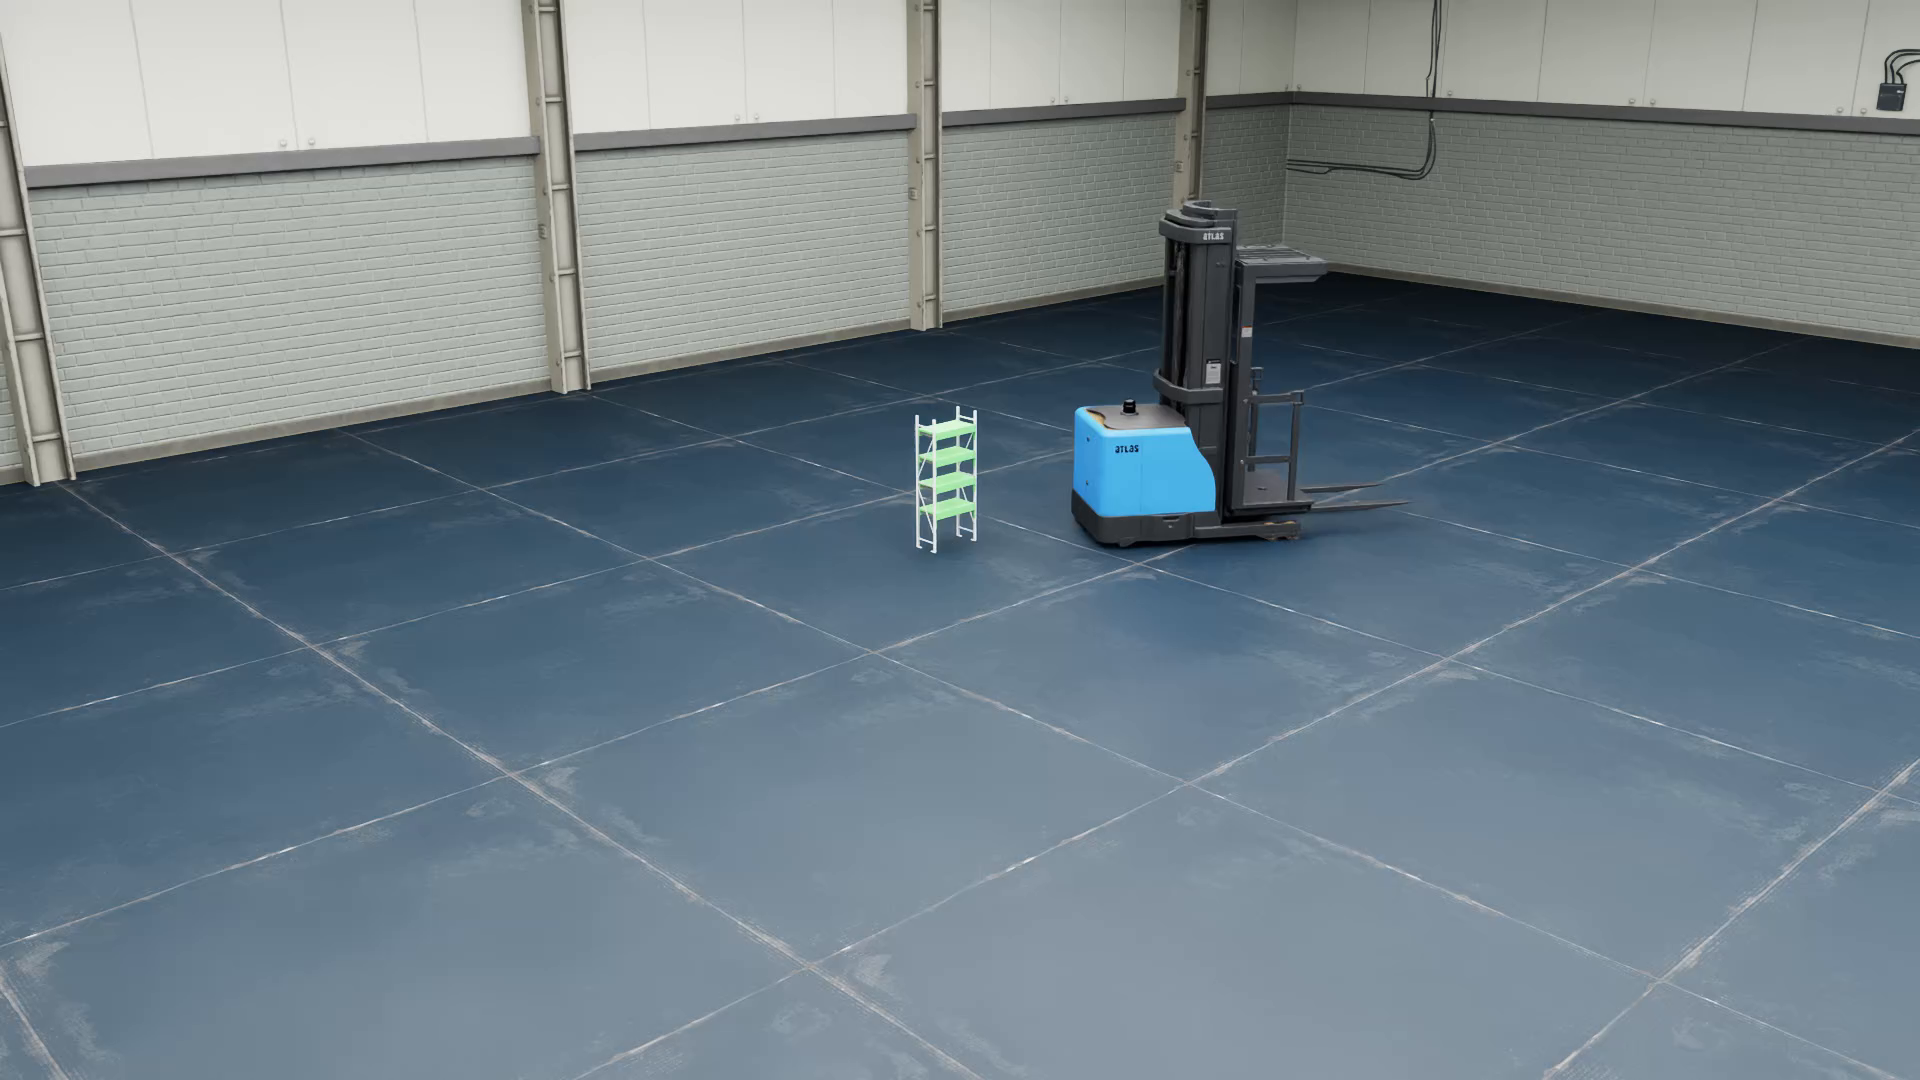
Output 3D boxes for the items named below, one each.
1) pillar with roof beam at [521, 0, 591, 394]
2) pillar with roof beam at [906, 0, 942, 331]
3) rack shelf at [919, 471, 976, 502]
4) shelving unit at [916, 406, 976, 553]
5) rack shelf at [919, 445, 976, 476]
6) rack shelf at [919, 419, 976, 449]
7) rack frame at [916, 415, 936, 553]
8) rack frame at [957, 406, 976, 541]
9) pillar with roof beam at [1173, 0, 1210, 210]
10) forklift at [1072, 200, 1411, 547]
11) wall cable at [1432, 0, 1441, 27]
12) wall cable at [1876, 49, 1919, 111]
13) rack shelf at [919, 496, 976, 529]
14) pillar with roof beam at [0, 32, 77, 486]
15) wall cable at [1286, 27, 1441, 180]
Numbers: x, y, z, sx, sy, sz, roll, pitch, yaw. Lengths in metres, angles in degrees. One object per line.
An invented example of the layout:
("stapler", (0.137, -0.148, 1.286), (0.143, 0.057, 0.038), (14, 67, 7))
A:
("pillar with roof beam", (-1.908, -5.200, 16.432), (0.400, 9.000, 9.100), (-16, 24, -41))
("pillar with roof beam", (2.451, -6.471, 20.353), (0.400, 9.000, 9.100), (-16, 24, -41))
("rack shelf", (-0.120, -0.475, 14.711), (0.480, 0.148, 0.258), (-16, 24, -41))
("shelving unit", (-0.120, -0.536, 14.691), (0.503, 1.200, 0.258), (-16, 24, -41))
("rack shelf", (-0.120, -0.703, 14.637), (0.480, 0.148, 0.258), (-16, 24, -41))
("rack shelf", (-0.120, -0.931, 14.563), (0.480, 0.148, 0.258), (-16, 24, -41))
("rack frame", (-0.298, -0.484, 14.532), (0.015, 1.200, 0.240), (-16, 24, -41))
("rack frame", (0.057, -0.587, 14.851), (0.015, 1.200, 0.240), (-16, 24, -41))
("pillar with roof beam", (6.811, -7.743, 24.274), (0.400, 9.000, 9.100), (-16, 24, -41))
("forklift", (2.612, -1.542, 14.988), (3.031, 2.935, 1.130), (-4, 18, -11))
("wall cable", (8.761, -9.354, 26.091), (0.112, 2.526, 3.097), (-16, 24, -41))
("wall cable", (13.413, -8.522, 21.165), (0.169, 6.003, 2.305), (-16, 24, -41))
("rack shelf", (-0.120, -0.247, 14.785), (0.480, 0.148, 0.258), (-16, 24, -41))
("pillar with roof beam", (-6.268, -3.928, 12.510), (0.400, 9.000, 9.100), (-16, 24, -41))
("wall cable", (6.902, -7.558, 28.740), (0.112, 2.526, 3.097), (-16, 24, -41))
